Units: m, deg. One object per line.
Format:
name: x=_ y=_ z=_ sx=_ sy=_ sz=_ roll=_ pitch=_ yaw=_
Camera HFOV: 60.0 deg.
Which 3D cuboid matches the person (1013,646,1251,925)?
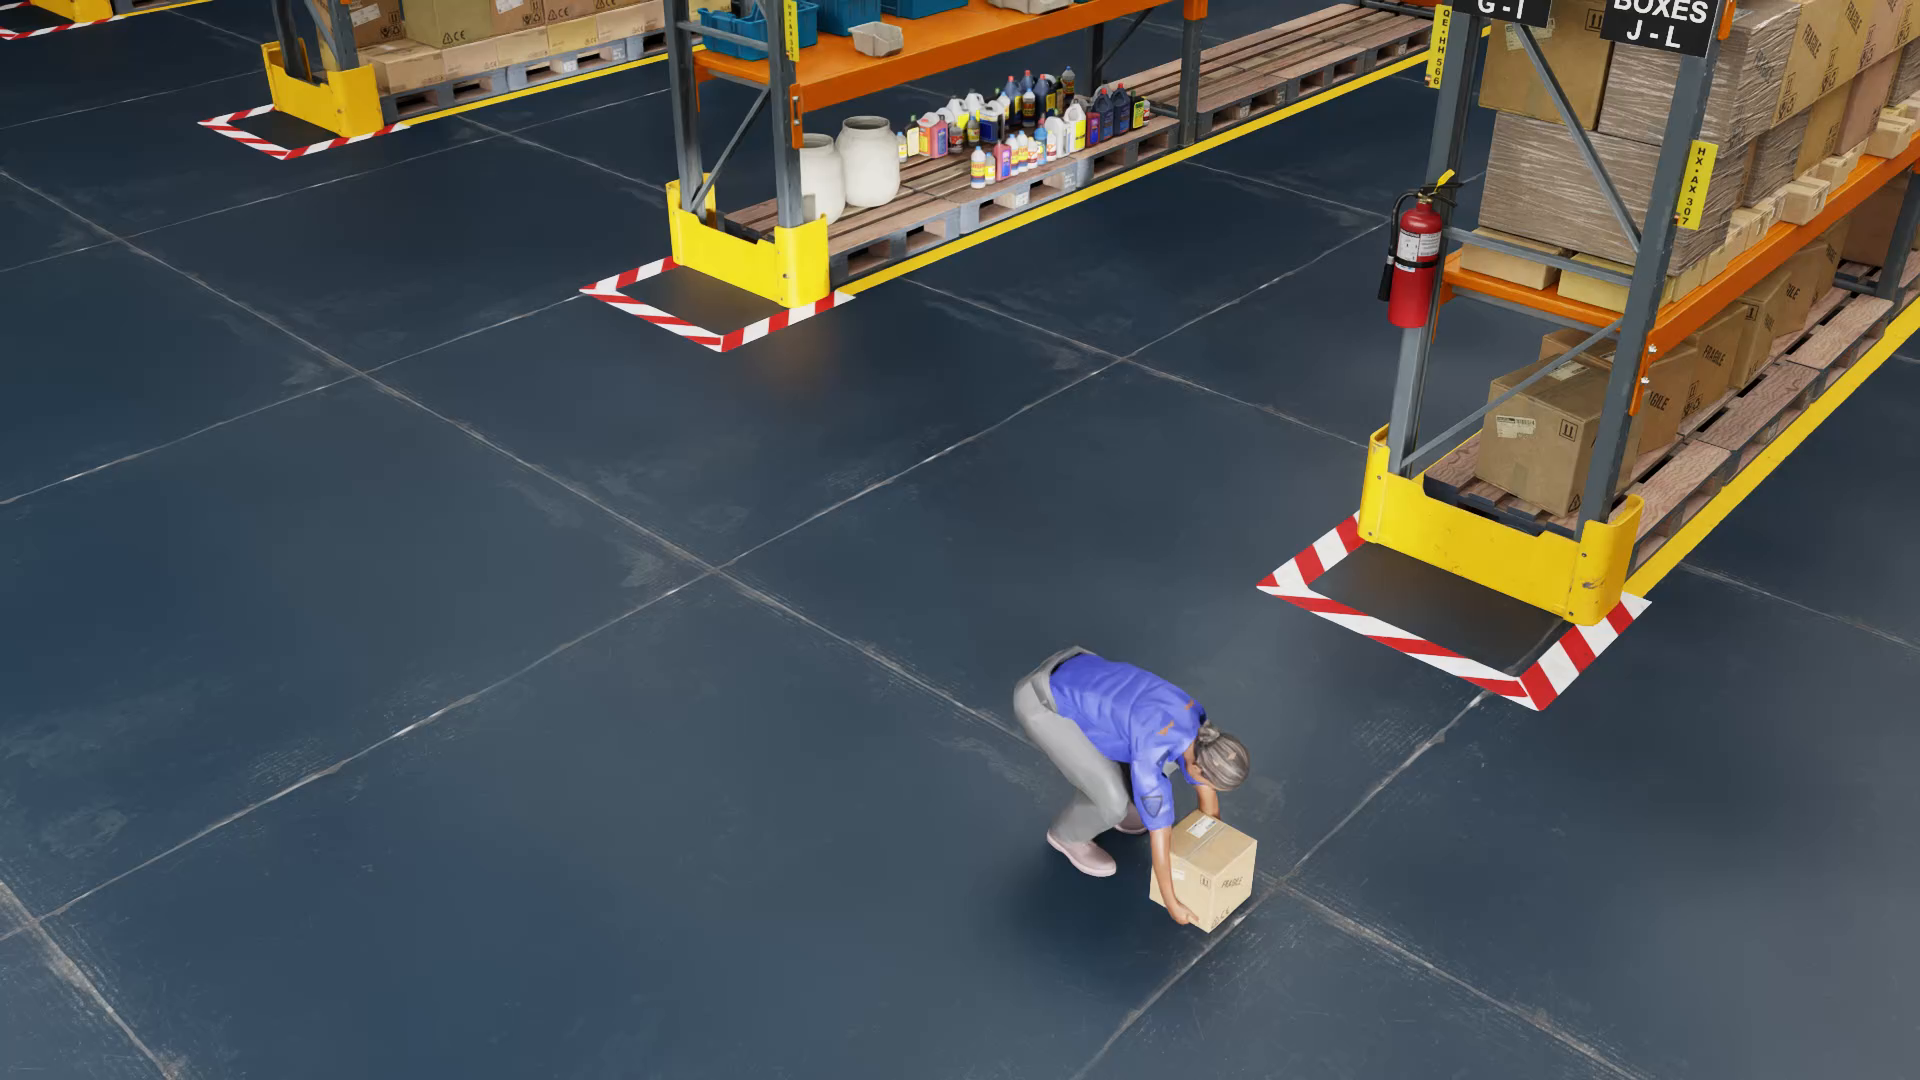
person: x=0.590 y=0.801 z=5.721 sx=0.871 sy=0.775 sz=0.462 roll=24 pitch=39 yaw=33
